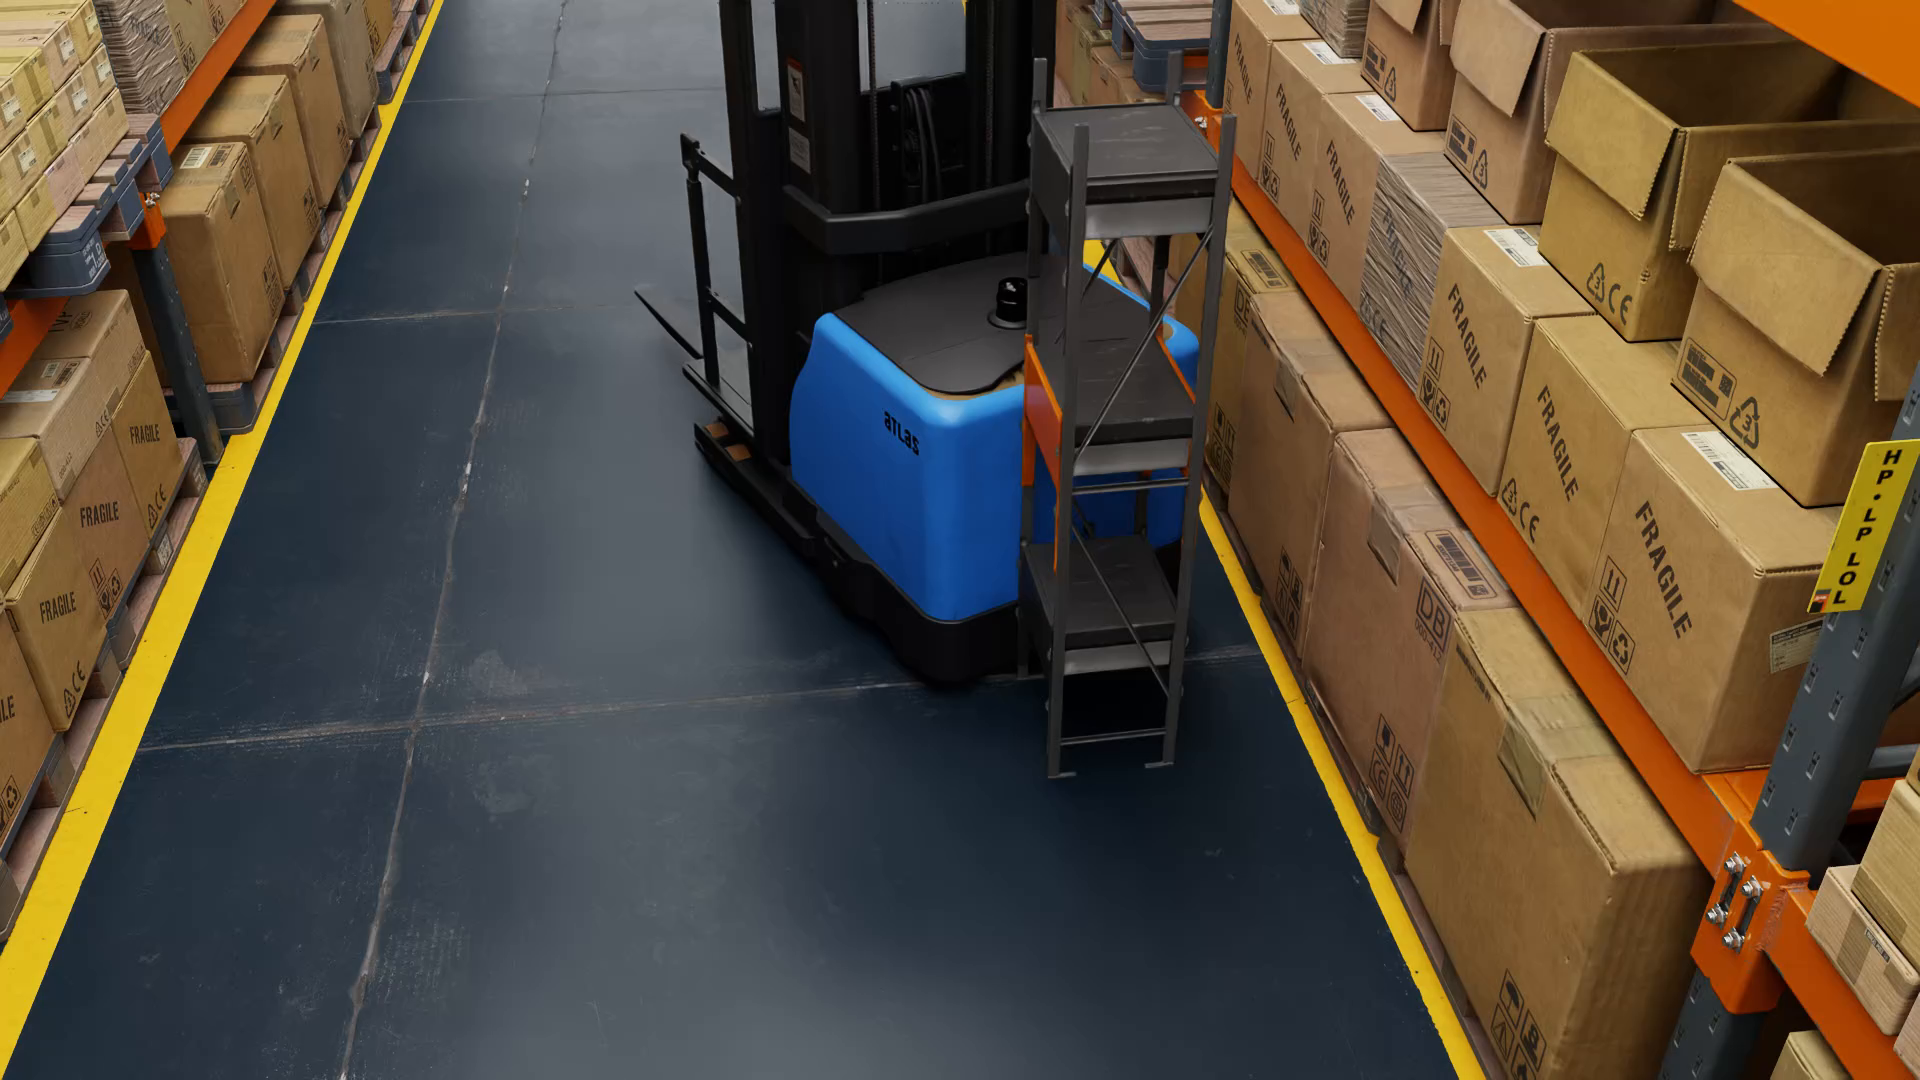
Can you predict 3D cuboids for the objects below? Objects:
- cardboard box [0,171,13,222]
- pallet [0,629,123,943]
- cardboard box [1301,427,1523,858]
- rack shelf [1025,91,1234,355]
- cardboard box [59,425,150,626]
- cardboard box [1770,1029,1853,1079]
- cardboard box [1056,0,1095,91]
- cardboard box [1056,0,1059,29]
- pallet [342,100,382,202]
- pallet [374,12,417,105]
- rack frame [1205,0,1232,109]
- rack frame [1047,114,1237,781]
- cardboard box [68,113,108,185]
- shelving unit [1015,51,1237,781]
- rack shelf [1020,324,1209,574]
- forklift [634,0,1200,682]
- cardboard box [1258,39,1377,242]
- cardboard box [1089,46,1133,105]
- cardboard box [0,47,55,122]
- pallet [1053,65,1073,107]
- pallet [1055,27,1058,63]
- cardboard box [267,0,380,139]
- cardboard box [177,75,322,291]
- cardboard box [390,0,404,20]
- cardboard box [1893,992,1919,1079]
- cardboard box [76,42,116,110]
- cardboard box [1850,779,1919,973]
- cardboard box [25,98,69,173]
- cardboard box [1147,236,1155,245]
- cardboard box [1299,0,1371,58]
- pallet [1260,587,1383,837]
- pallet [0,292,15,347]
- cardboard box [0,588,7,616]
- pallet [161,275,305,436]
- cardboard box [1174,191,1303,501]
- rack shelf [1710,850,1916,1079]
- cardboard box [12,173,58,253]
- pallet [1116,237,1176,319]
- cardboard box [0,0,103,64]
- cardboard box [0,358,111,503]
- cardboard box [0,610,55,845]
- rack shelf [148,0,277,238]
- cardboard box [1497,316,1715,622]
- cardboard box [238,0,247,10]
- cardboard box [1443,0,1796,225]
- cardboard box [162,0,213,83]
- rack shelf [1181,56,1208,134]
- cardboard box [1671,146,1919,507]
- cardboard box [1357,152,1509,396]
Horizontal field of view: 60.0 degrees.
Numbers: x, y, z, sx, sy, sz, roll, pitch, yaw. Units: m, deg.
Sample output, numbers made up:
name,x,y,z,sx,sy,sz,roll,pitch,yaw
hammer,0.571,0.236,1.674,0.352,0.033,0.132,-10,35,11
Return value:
name,x,y,z,sx,sy,sz,roll,pitch,yaw
cardboard box,-2.827,-0.908,4.505,0.380,0.149,0.250,-5,35,-7
pallet,-3.220,0.737,4.982,1.003,0.211,1.213,-4,35,-6
cardboard box,1.755,0.232,4.760,1.225,0.875,0.875,-6,35,-8
rack shelf,0.432,-0.847,4.409,0.431,0.518,0.480,-5,35,-8
cardboard box,-3.071,-0.034,5.483,0.500,0.500,0.500,-3,34,-4
cardboard box,1.991,1.461,2.957,0.875,0.875,0.875,-4,35,-6
cardboard box,0.967,-2.887,9.652,0.700,0.500,0.500,-7,35,-10
cardboard box,0.892,-3.449,10.495,0.500,0.500,0.500,-5,35,-8
pallet,-3.844,-2.186,9.270,1.003,0.211,1.213,-4,35,-6
pallet,-4.047,-3.041,10.525,1.003,0.211,1.213,-4,35,-6
rack frame,1.444,-1.850,6.302,1.000,3.000,0.127,-4,35,-6
rack frame,0.471,-0.144,4.596,0.400,2.100,0.015,-5,35,-8
cardboard box,-2.931,-1.222,5.229,0.380,0.149,0.250,-4,35,-7
shelving unit,0.431,-0.280,4.795,0.431,2.100,0.503,-5,35,-8
rack shelf,0.431,-0.269,4.803,0.431,0.518,0.480,-5,35,-8
forklift,-0.407,-1.547,5.917,1.130,2.935,3.031,-19,39,-25
cardboard box,1.311,-1.312,5.423,0.500,0.500,0.500,-5,35,-8
cardboard box,1.088,-2.307,8.801,0.700,0.500,0.500,-7,35,-10
cardboard box,-2.897,-1.321,4.847,0.380,0.149,0.250,-3,34,-5
pallet,1.012,-2.496,9.725,1.003,0.211,1.213,-4,35,-6
pallet,0.781,-3.302,10.908,1.003,0.211,1.213,-4,35,-6
cardboard box,-3.850,-2.668,9.126,1.050,0.750,0.750,-5,35,-7
cardboard box,-3.598,-1.609,7.573,1.050,0.750,0.750,-4,34,-6
cardboard box,-4.163,-3.918,10.849,0.875,0.875,0.875,-4,34,-6
cardboard box,1.728,0.822,2.603,0.380,0.149,0.250,-5,35,-8
cardboard box,-2.967,-1.483,5.348,0.380,0.149,0.250,-4,34,-5
cardboard box,1.786,0.603,2.571,0.500,0.250,0.500,-5,35,-7
cardboard box,-2.891,-1.187,4.914,0.380,0.149,0.250,-4,34,-5
cardboard box,1.247,-1.680,7.881,0.700,0.500,0.500,-7,35,-10
cardboard box,1.526,-1.897,5.390,0.797,0.503,0.637,-3,34,-5
pallet,1.636,0.427,5.436,1.003,0.211,1.213,-4,35,-6
pallet,-3.178,-0.350,4.271,1.003,0.211,1.213,-4,35,-6
cardboard box,-2.922,0.236,4.421,0.500,0.250,0.500,-3,34,-5
pallet,-3.516,-0.824,7.272,1.003,0.211,1.213,-4,35,-6
cardboard box,1.516,-0.759,6.214,1.225,0.875,0.875,-6,35,-9
rack shelf,2.251,1.795,1.591,1.077,0.370,4.000,-4,35,-6
cardboard box,-2.866,-0.939,4.814,0.380,0.149,0.250,-5,35,-7
pallet,1.340,-1.134,7.727,1.003,0.211,1.213,-4,35,-6
cardboard box,-2.964,-1.608,5.268,0.380,0.149,0.250,-6,35,-8
cardboard box,-3.054,-0.339,5.264,0.500,0.250,0.500,-4,34,-6
cardboard box,-2.940,0.542,4.639,0.500,0.500,0.500,-4,34,-6
rack shelf,-3.753,-2.350,7.673,1.077,0.370,4.000,-4,35,-6
cardboard box,1.589,-0.177,3.757,0.500,0.500,0.500,-3,34,-5
cardboard box,-3.481,-2.687,7.440,0.500,0.500,0.500,-5,35,-7
cardboard box,1.708,-1.159,4.308,0.797,0.503,0.637,-3,34,-5
cardboard box,-3.349,-2.127,6.619,0.500,0.500,0.500,-5,35,-7
rack shelf,1.175,-2.669,8.142,1.077,0.370,4.000,-4,35,-6
cardboard box,1.888,-0.430,3.238,0.797,0.503,0.637,-5,35,-8
cardboard box,1.449,-0.747,4.594,0.500,0.500,0.500,-4,35,-6
